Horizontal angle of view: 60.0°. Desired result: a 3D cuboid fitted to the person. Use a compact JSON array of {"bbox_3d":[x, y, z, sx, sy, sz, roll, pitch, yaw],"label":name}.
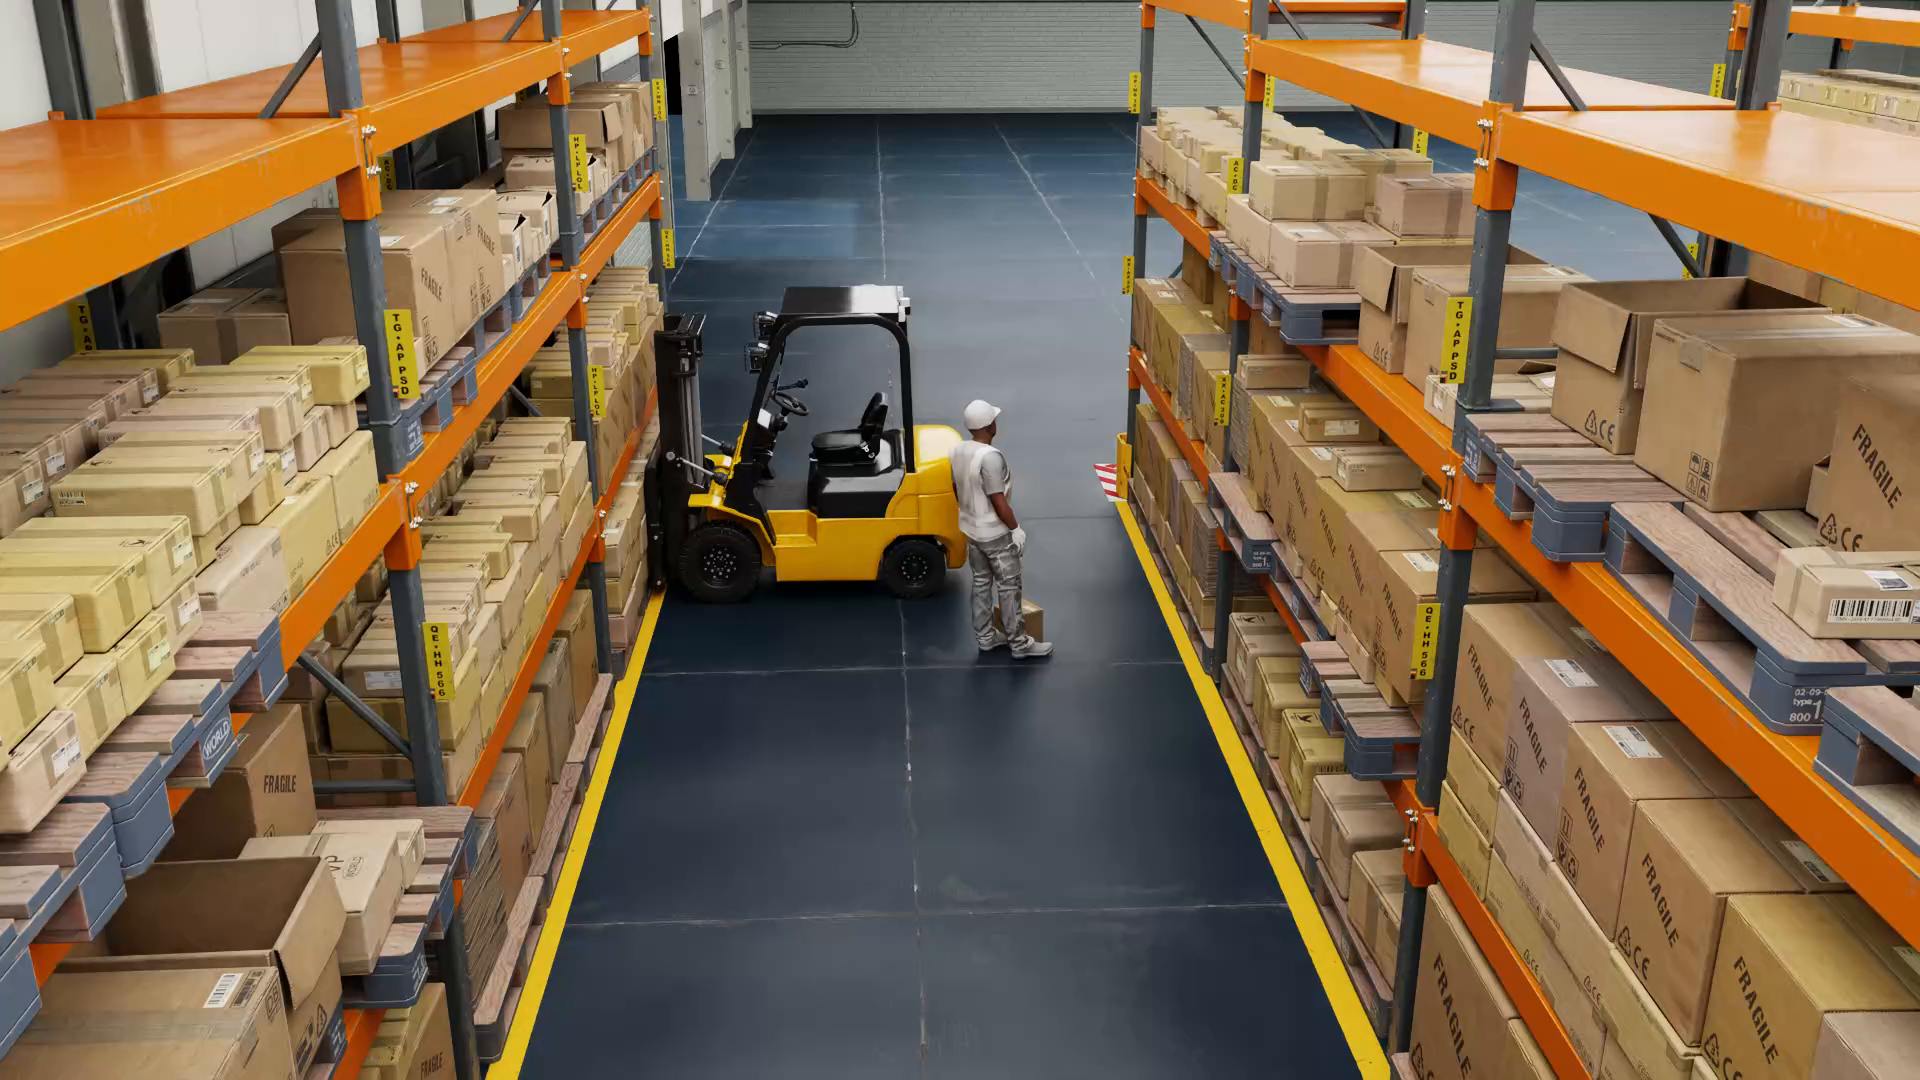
[{"bbox_3d":[0.259,-0.092,11.269,0.577,1.782,0.656,-12,23,-30],"label":"person"}]
